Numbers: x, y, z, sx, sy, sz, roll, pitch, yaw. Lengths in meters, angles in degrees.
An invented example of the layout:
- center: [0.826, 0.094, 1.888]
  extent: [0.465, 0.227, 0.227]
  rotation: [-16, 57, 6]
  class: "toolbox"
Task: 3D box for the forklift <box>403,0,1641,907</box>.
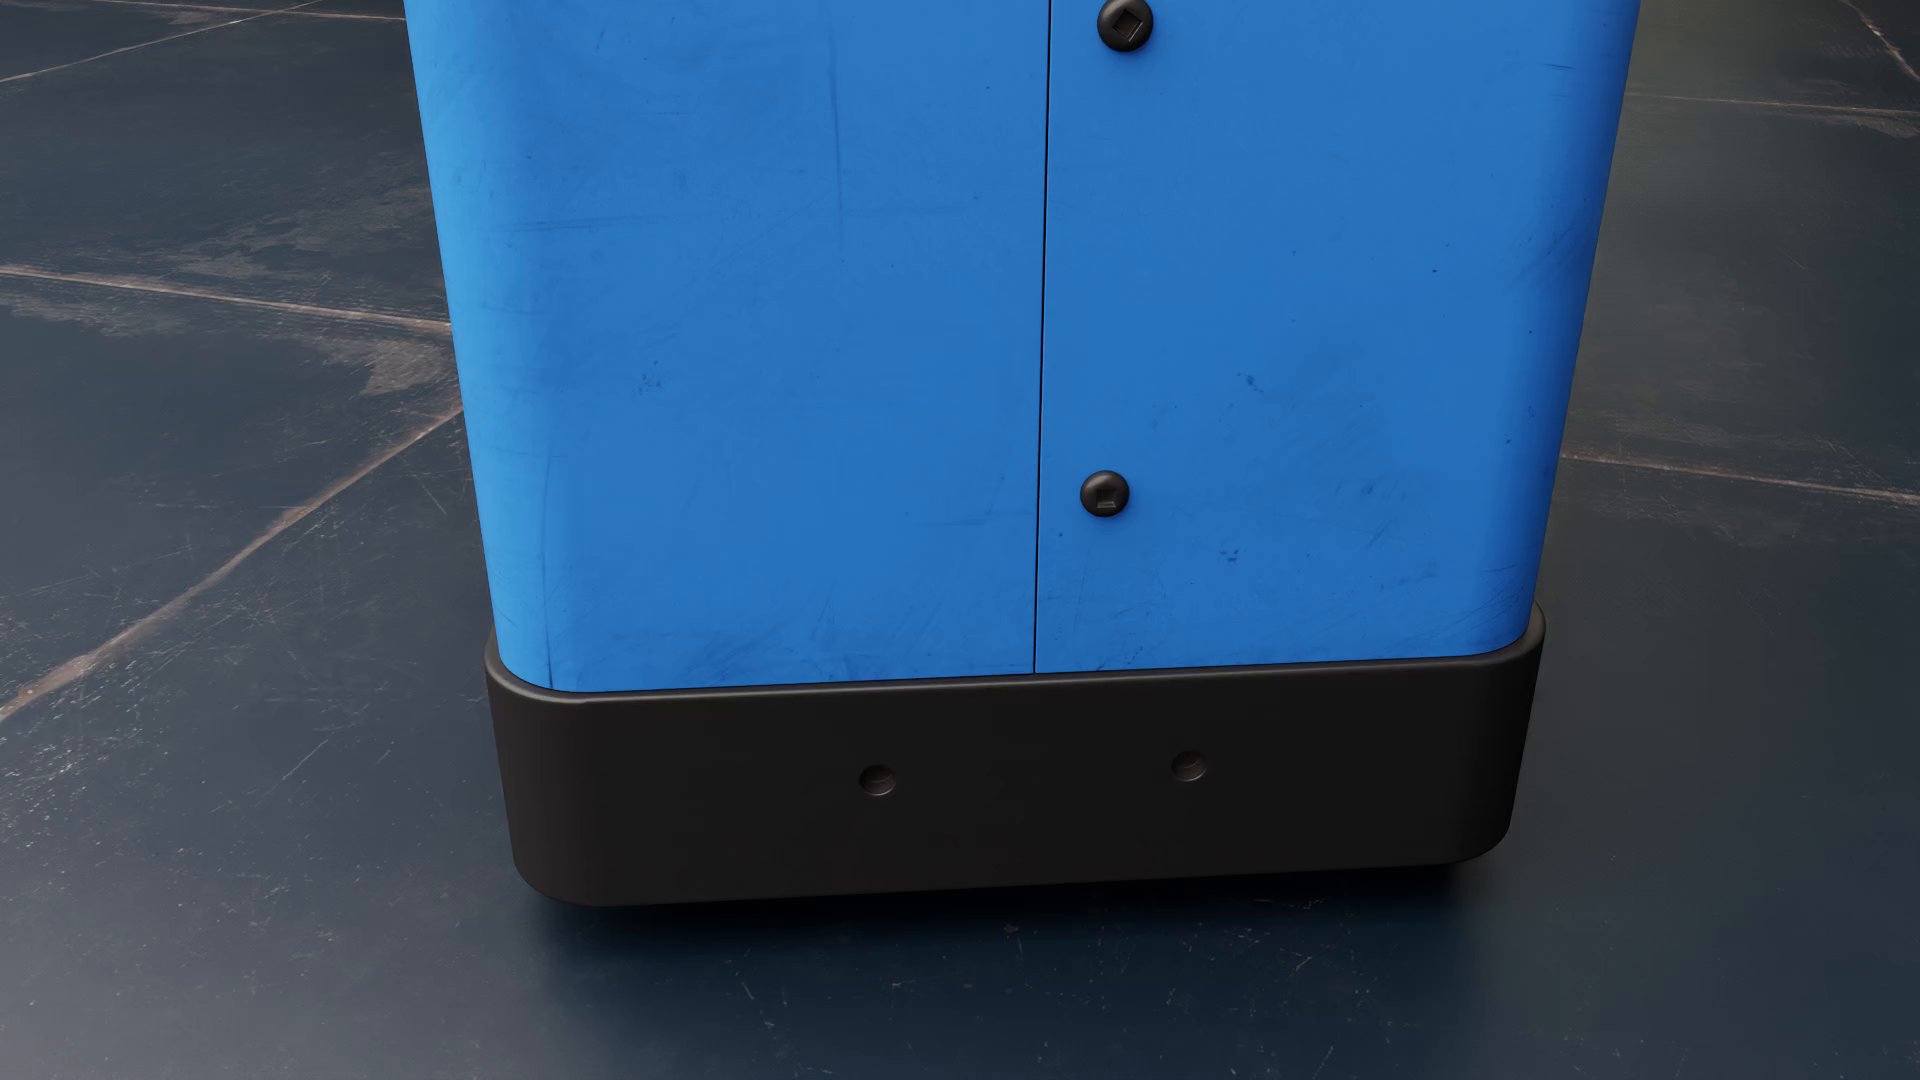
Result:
- center: [-0.048, -1.581, 2.374]
  extent: [1.130, 2.935, 3.031]
  rotation: [-2, 27, -4]
  class: "forklift"
